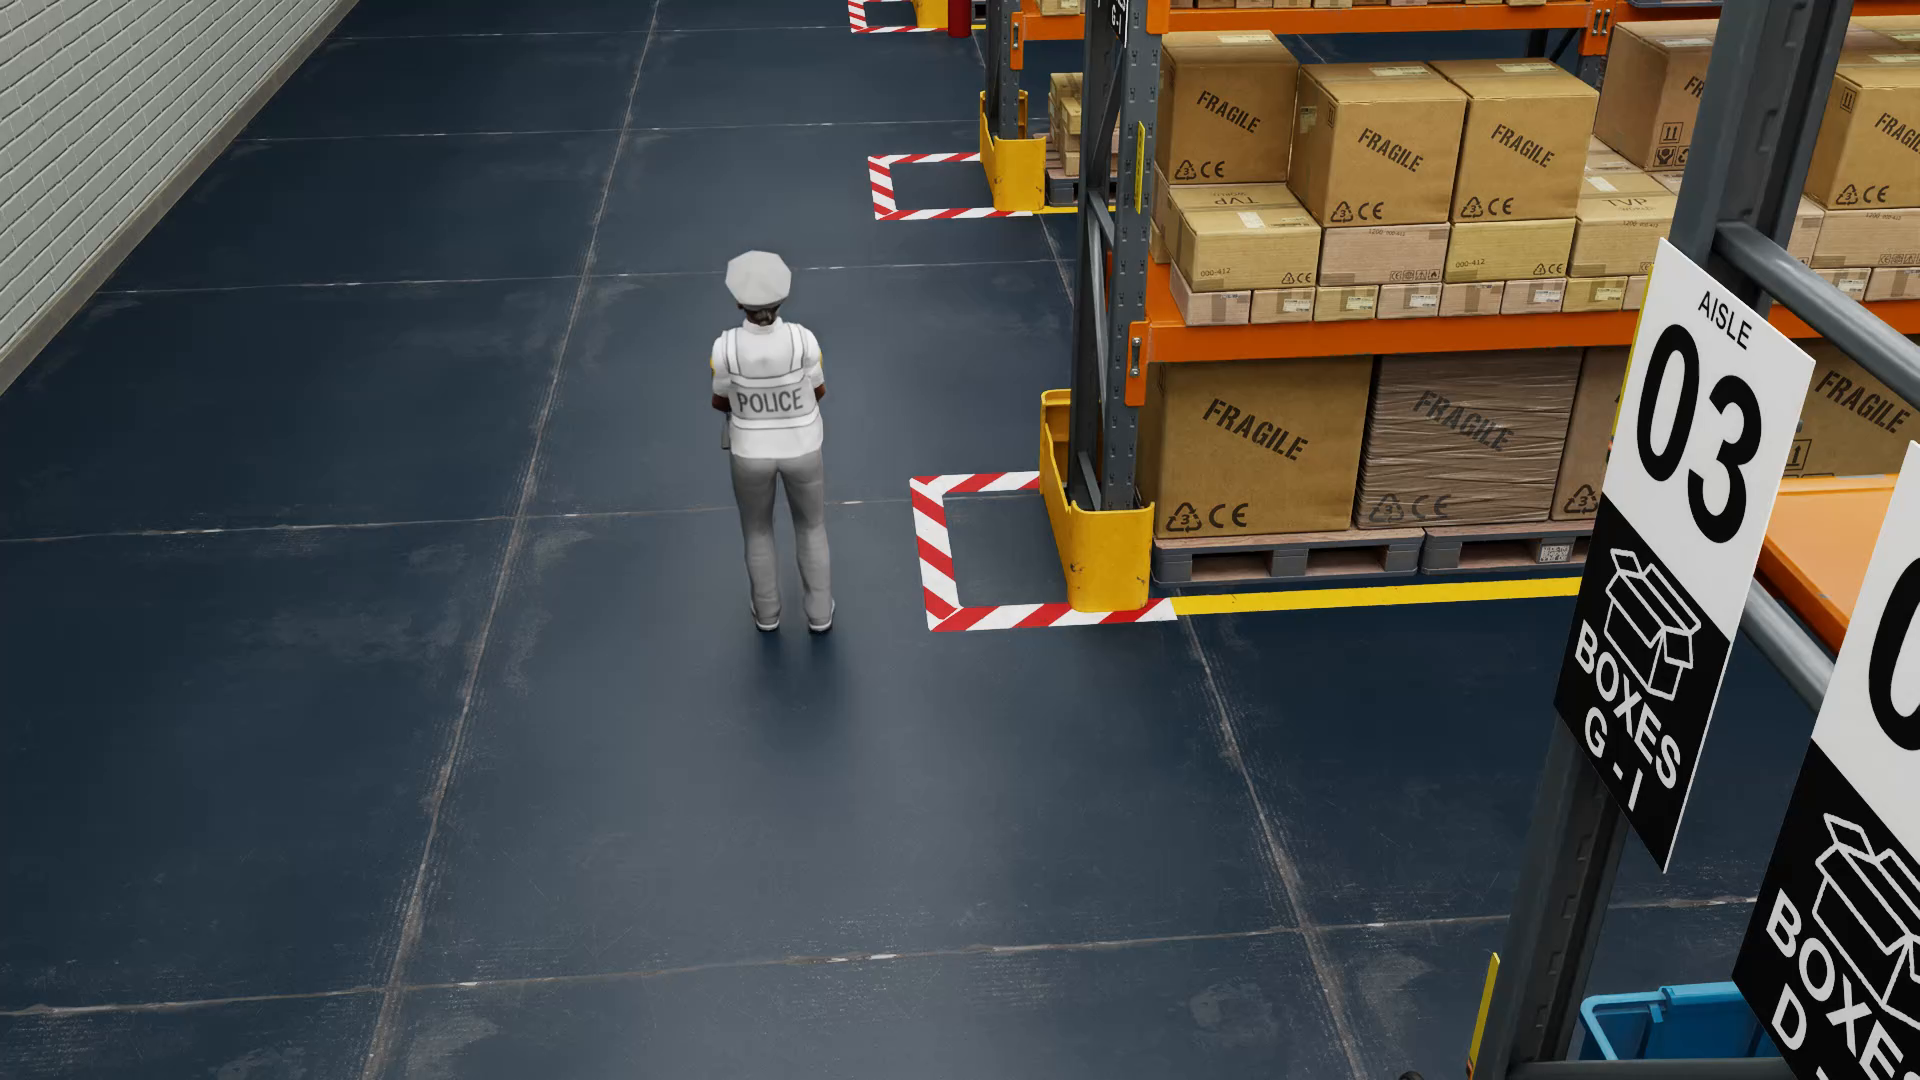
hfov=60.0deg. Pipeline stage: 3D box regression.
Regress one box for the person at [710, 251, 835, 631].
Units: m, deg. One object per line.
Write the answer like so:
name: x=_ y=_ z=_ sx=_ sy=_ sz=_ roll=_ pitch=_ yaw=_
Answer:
person: x=-0.766 y=-0.401 z=6.758 sx=0.455 sy=1.697 sz=0.530 roll=-5 pitch=32 yaw=-8
